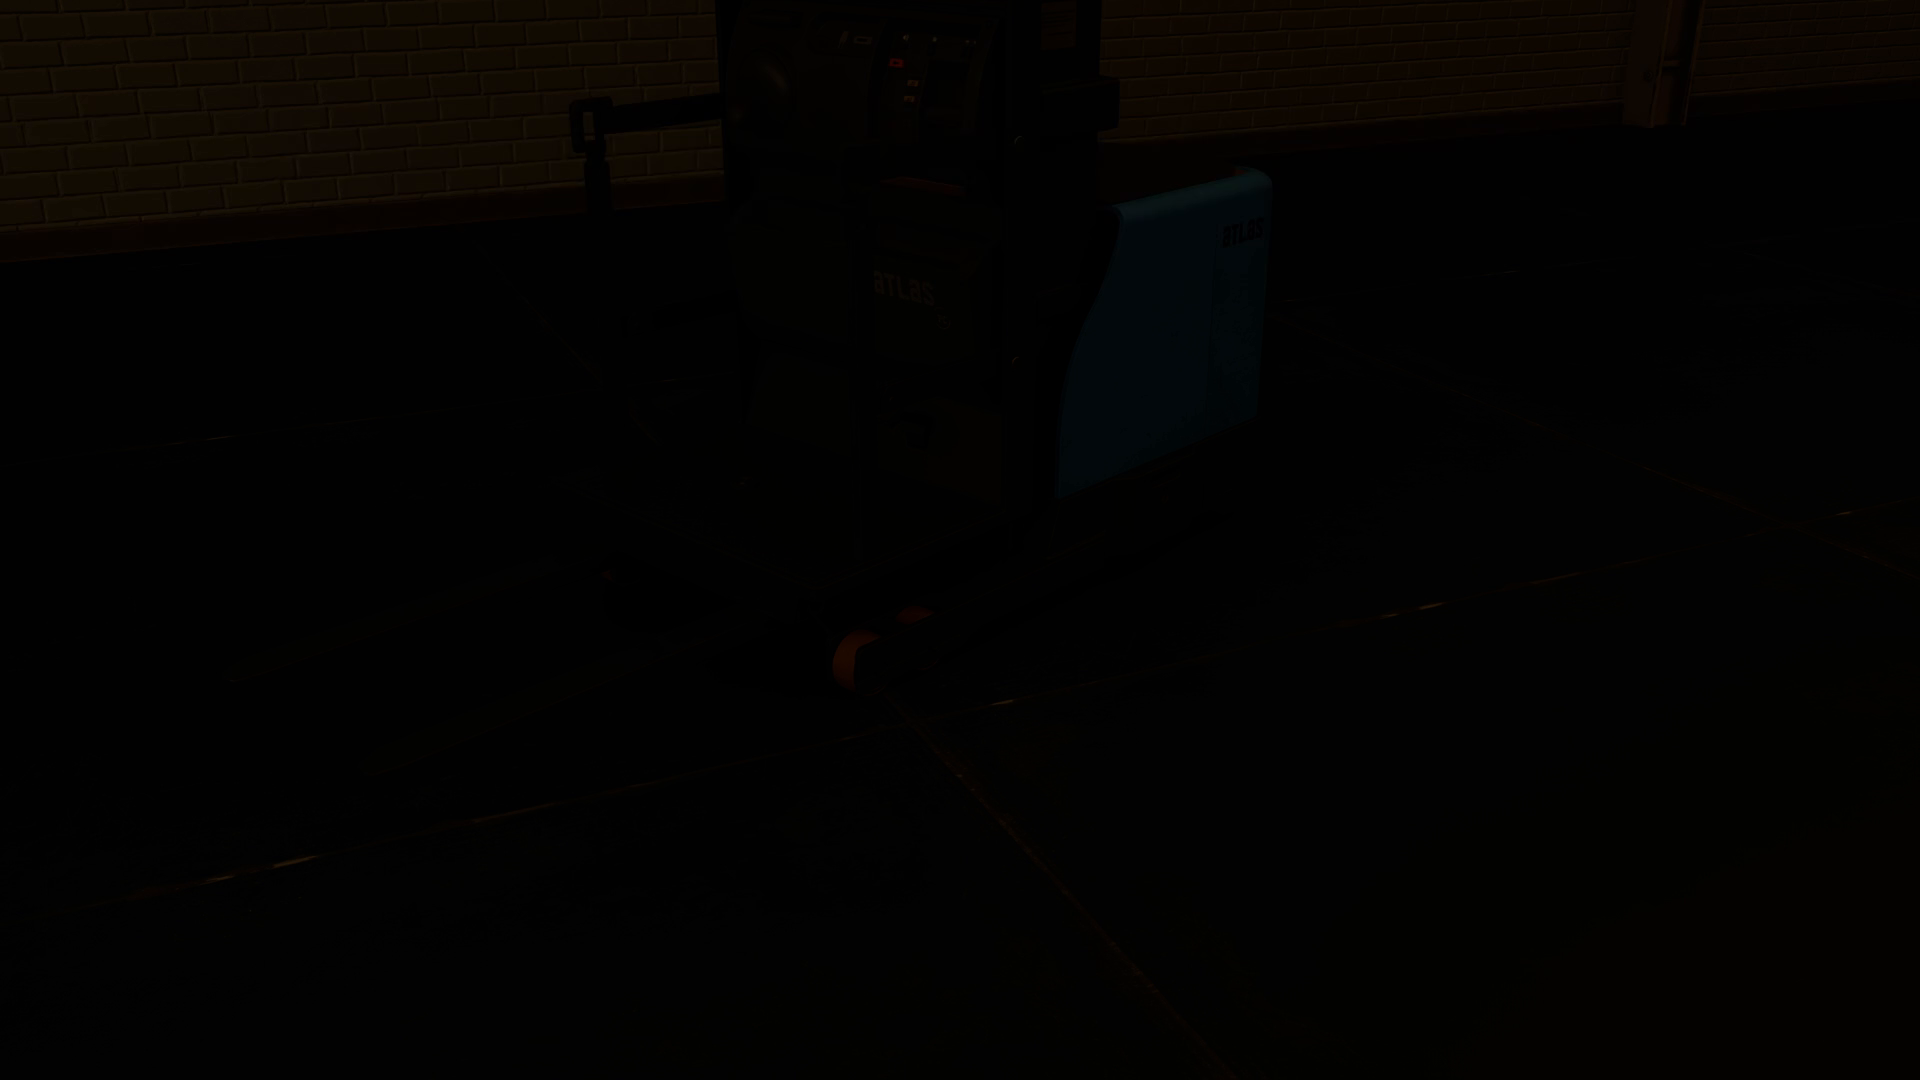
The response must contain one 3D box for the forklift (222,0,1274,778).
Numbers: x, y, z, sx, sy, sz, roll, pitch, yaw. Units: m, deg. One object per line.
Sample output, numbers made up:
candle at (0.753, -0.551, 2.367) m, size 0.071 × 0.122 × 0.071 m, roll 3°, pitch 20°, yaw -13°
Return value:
forklift at (-0.413, -1.182, 4.131) m, size 1.130 × 2.935 × 3.031 m, roll 19°, pitch 29°, yaw 39°
